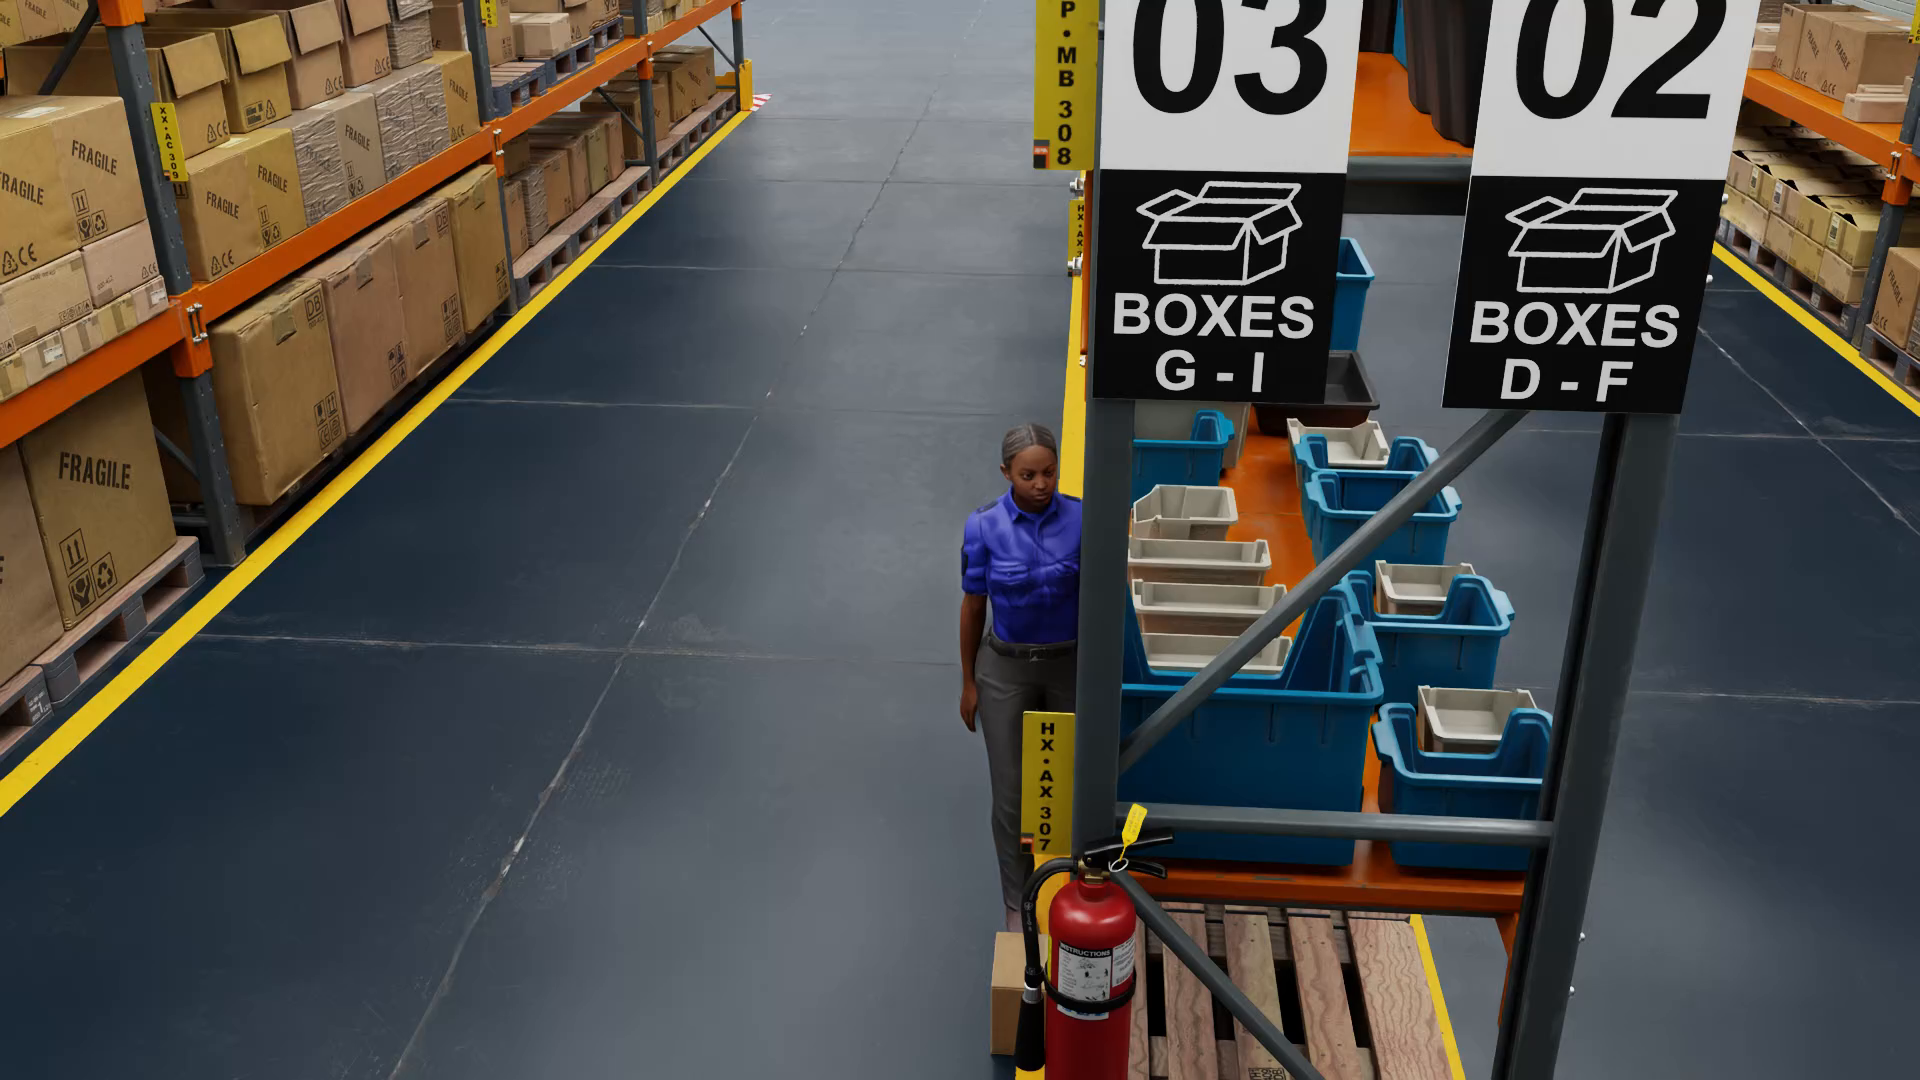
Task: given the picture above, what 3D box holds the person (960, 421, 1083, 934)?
[{"bbox_3d":[0.232,0.417,5.177,0.464,1.625,0.779,-5,25,-11],"label":"person"}]
